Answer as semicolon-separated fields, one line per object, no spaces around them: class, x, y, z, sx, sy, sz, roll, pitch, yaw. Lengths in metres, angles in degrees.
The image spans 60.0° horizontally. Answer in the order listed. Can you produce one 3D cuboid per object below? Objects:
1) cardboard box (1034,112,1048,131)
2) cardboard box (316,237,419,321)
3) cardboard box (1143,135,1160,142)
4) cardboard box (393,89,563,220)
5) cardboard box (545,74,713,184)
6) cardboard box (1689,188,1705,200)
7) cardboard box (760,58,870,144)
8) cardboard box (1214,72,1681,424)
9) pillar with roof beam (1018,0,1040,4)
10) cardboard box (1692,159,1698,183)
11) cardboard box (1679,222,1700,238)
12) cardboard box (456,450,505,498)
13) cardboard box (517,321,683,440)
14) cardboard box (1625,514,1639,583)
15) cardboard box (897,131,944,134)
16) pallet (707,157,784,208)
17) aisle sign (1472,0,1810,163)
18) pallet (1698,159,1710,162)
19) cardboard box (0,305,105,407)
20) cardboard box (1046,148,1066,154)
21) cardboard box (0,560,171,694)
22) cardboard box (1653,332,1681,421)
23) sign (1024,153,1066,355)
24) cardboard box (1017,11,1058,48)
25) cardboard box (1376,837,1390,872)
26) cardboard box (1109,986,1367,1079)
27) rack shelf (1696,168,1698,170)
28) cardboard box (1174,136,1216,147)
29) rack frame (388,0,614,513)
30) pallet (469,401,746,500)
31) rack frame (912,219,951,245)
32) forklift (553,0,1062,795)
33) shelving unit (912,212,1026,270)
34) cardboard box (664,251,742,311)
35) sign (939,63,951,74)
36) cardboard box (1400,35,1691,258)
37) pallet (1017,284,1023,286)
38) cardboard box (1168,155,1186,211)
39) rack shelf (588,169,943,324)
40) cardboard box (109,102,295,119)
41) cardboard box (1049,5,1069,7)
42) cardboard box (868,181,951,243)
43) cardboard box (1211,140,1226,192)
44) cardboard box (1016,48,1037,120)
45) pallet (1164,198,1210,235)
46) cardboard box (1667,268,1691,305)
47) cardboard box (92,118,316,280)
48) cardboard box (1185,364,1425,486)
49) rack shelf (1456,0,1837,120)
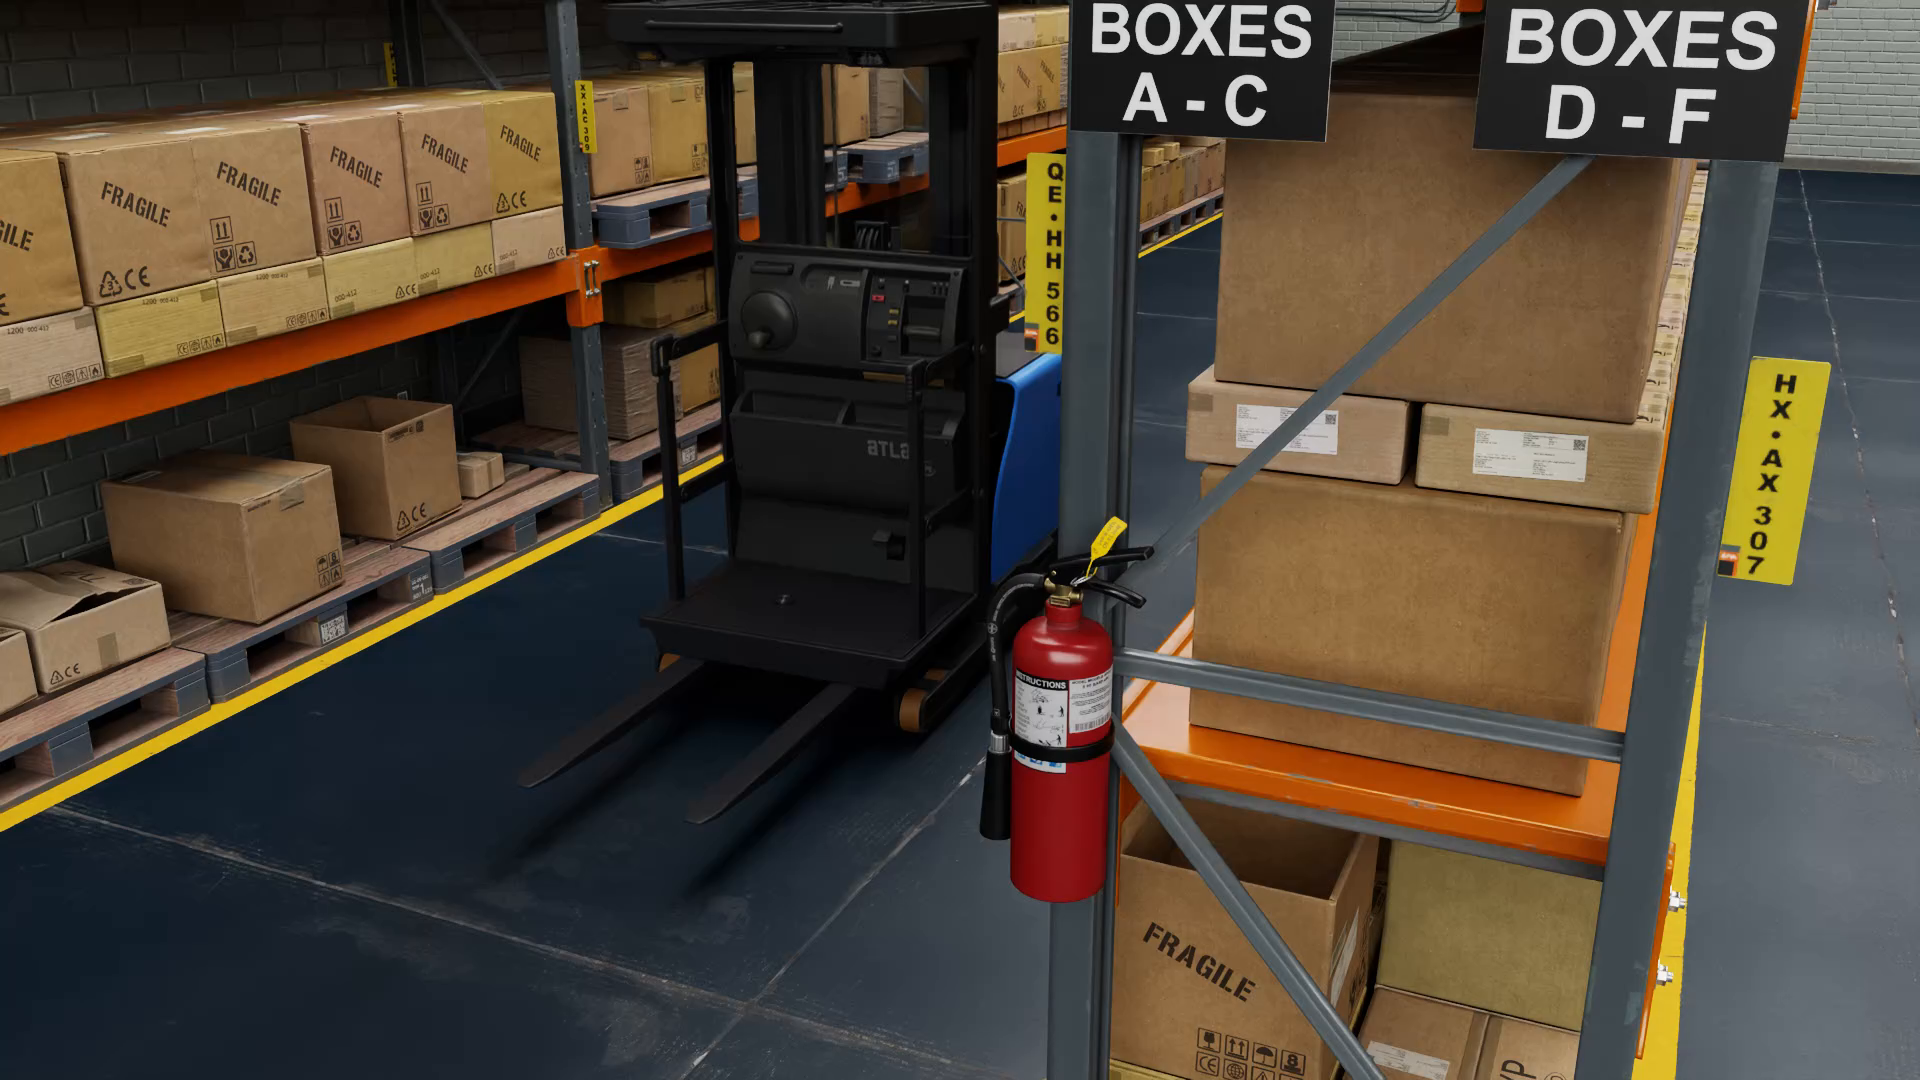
cardboard box;0.477;-3.362;13.291;0.380;0.149;0.250;9;22;24
cardboard box;-2.560;-1.075;6.709;0.500;0.250;0.500;8;21;22
cardboard box;1.831;-4.074;17.083;0.380;0.149;0.250;9;21;23
cardboard box;-2.150;-1.735;7.445;0.500;0.500;0.500;8;21;23
cardboard box;-1.764;-2.205;8.886;0.700;0.500;0.500;11;22;28
cardboard box;2.158;-1.036;5.287;0.380;0.149;0.250;8;21;21
cardboard box;-0.988;-2.787;10.524;0.700;0.500;0.500;6;21;18
cardboard box;0.868;-0.544;2.936;0.700;0.500;0.500;9;21;23
pillar with roof beam;4.462;-6.644;13.220;9.100;9.000;0.400;9;21;23
cardboard box;2.106;-1.473;5.548;0.700;0.500;0.500;9;21;23
cardboard box;1.845;-0.803;4.634;0.380;0.149;0.250;9;22;24
cardboard box;-2.431;-0.334;8.004;0.380;0.166;0.250;6;20;16
cardboard box;-1.953;-0.886;9.059;0.700;0.500;0.500;9;22;25
cardboard box;1.266;-0.229;3.986;0.700;0.500;0.500;9;21;23
cardboard box;-0.255;-2.812;11.745;0.380;0.149;0.250;8;21;22
pallet;-1.374;-2.151;9.828;1.003;0.211;1.213;9;21;23
aisle sign;0.896;-0.891;2.118;0.394;0.787;0.004;9;21;23
pallet;4.133;-2.300;10.247;1.213;0.211;1.003;9;21;23
cardboard box;-3.188;-0.612;5.407;0.500;0.250;0.500;8;21;21
cardboard box;0.889;-3.044;14.632;0.750;0.750;0.750;9;21;23
cardboard box;-3.278;0.279;6.063;0.500;0.311;0.500;11;22;27
cardboard box;1.210;-0.329;3.299;0.380;0.149;0.250;9;21;23
sign;0.155;-0.464;2.716;0.100;0.325;0.005;9;21;23
cardboard box;0.444;-3.981;12.943;0.500;0.250;0.500;8;21;22
cardboard box;0.988;0.504;4.434;0.500;0.500;0.500;9;21;23
cardboard box;0.594;1.165;3.694;0.500;0.250;0.500;9;21;23
rack shelf;4.739;-2.446;11.444;1.077;0.370;4.000;9;21;23
cardboard box;2.489;-4.253;17.588;0.380;0.149;0.250;9;22;24
rack frame;-2.239;-1.630;8.075;1.000;3.000;0.127;9;21;23
pallet;-1.921;-0.554;9.212;1.003;0.211;1.213;9;21;23
rack frame;0.007;-0.727;7.775;0.500;1.500;0.032;8;21;21
forklift;-0.433;-0.903;6.132;1.130;2.935;3.031;8;21;21
shelving unit;0.199;-0.885;8.219;0.538;1.500;1.048;8;21;21
cardboard box;-1.566;-1.534;9.762;0.500;0.250;0.500;8;21;21
sign;-0.102;-3.289;11.131;0.100;0.325;0.005;9;21;23
cardboard box;1.489;-1.013;4.254;0.700;0.500;0.500;9;21;23
pallet;-0.209;-1.769;12.629;1.003;0.211;1.213;9;21;23
cardboard box;1.858;-3.620;16.774;0.700;0.500;0.500;9;22;24
rack shelf;-1.420;-1.902;9.914;1.077;0.370;4.000;9;21;23
cardboard box;-3.046;-1.497;6.778;0.500;0.500;0.500;9;22;24
cardboard box;1.079;-4.447;14.255;0.500;0.250;0.500;9;22;24
cardboard box;-0.180;-2.244;12.384;0.750;0.750;0.750;8;21;22
cardboard box;2.480;-4.090;18.098;0.700;0.500;0.500;9;21;23
cardboard box;0.259;-3.473;12.634;0.500;0.500;0.500;8;21;22
pallet;1.918;-3.357;17.094;1.003;0.211;1.213;9;21;23
cardboard box;1.527;-0.565;3.965;0.380;0.149;0.250;8;21;22
cardboard box;-2.778;-1.270;6.138;0.500;0.500;0.500;9;22;24
cardboard box;0.627;-0.224;3.005;0.380;0.149;0.250;8;21;22
rack shelf;1.463;-1.414;4.065;1.077;0.370;4.000;9;21;23
